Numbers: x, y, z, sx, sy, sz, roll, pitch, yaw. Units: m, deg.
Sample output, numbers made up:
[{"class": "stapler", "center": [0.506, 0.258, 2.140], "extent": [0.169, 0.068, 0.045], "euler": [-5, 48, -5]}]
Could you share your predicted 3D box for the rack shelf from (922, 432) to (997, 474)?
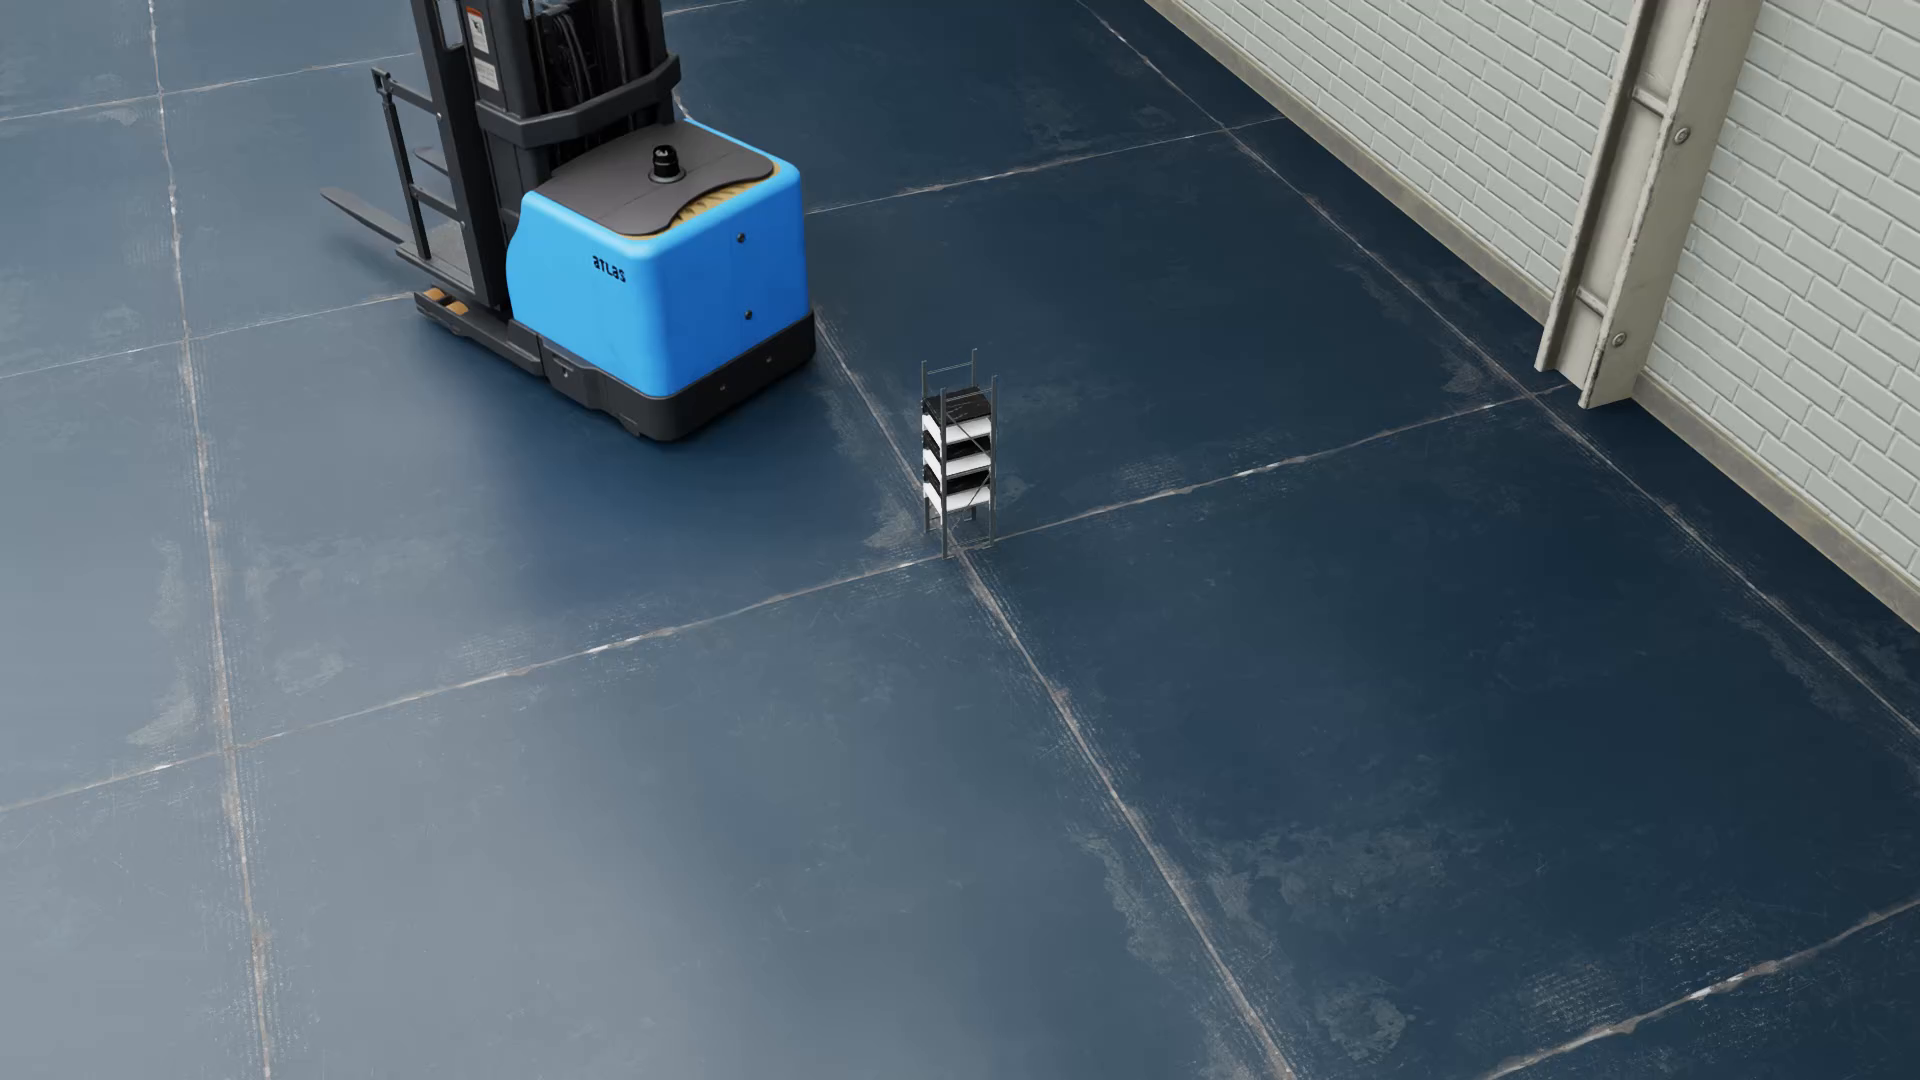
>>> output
[{"class": "rack shelf", "center": [-0.003, -0.389, 6.925], "extent": [0.258, 0.077, 0.200], "euler": [-15, 43, -17]}]

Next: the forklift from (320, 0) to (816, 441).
[{"class": "forklift", "center": [-2.159, -2.387, 7.778], "extent": [3.031, 2.935, 1.130], "euler": [29, 49, 30]}]

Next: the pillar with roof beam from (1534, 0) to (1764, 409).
[{"class": "pillar with roof beam", "center": [-0.914, -3.121, 3.978], "extent": [9.100, 9.000, 0.400], "euler": [-15, 43, -17]}]

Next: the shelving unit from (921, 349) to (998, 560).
[{"class": "shelving unit", "center": [-0.003, -0.346, 6.962], "extent": [0.258, 0.900, 0.210], "euler": [-15, 43, -17]}]

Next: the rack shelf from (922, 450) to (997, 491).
[{"class": "rack shelf", "center": [-0.003, -0.321, 6.984], "extent": [0.258, 0.077, 0.200], "euler": [-15, 43, -17]}]

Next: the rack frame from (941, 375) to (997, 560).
[{"class": "rack frame", "center": [0.036, -0.285, 6.891], "extent": [0.240, 0.900, 0.006], "euler": [-15, 43, -17]}]

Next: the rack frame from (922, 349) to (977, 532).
[{"class": "rack frame", "center": [-0.042, -0.407, 7.034], "extent": [0.240, 0.900, 0.006], "euler": [-15, 43, -17]}]

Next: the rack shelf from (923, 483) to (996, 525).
[{"class": "rack shelf", "center": [-0.003, -0.184, 7.101], "extent": [0.258, 0.077, 0.200], "euler": [-15, 43, -17]}]

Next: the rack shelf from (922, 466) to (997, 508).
[{"class": "rack shelf", "center": [-0.003, -0.253, 7.043], "extent": [0.258, 0.077, 0.200], "euler": [-15, 43, -17]}]

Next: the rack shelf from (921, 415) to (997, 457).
[{"class": "rack shelf", "center": [-0.003, -0.457, 6.867], "extent": [0.258, 0.077, 0.200], "euler": [-15, 43, -17]}]

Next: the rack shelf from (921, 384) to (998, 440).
[{"class": "rack shelf", "center": [-0.003, -0.526, 6.808], "extent": [0.258, 0.077, 0.200], "euler": [-15, 43, -17]}]
